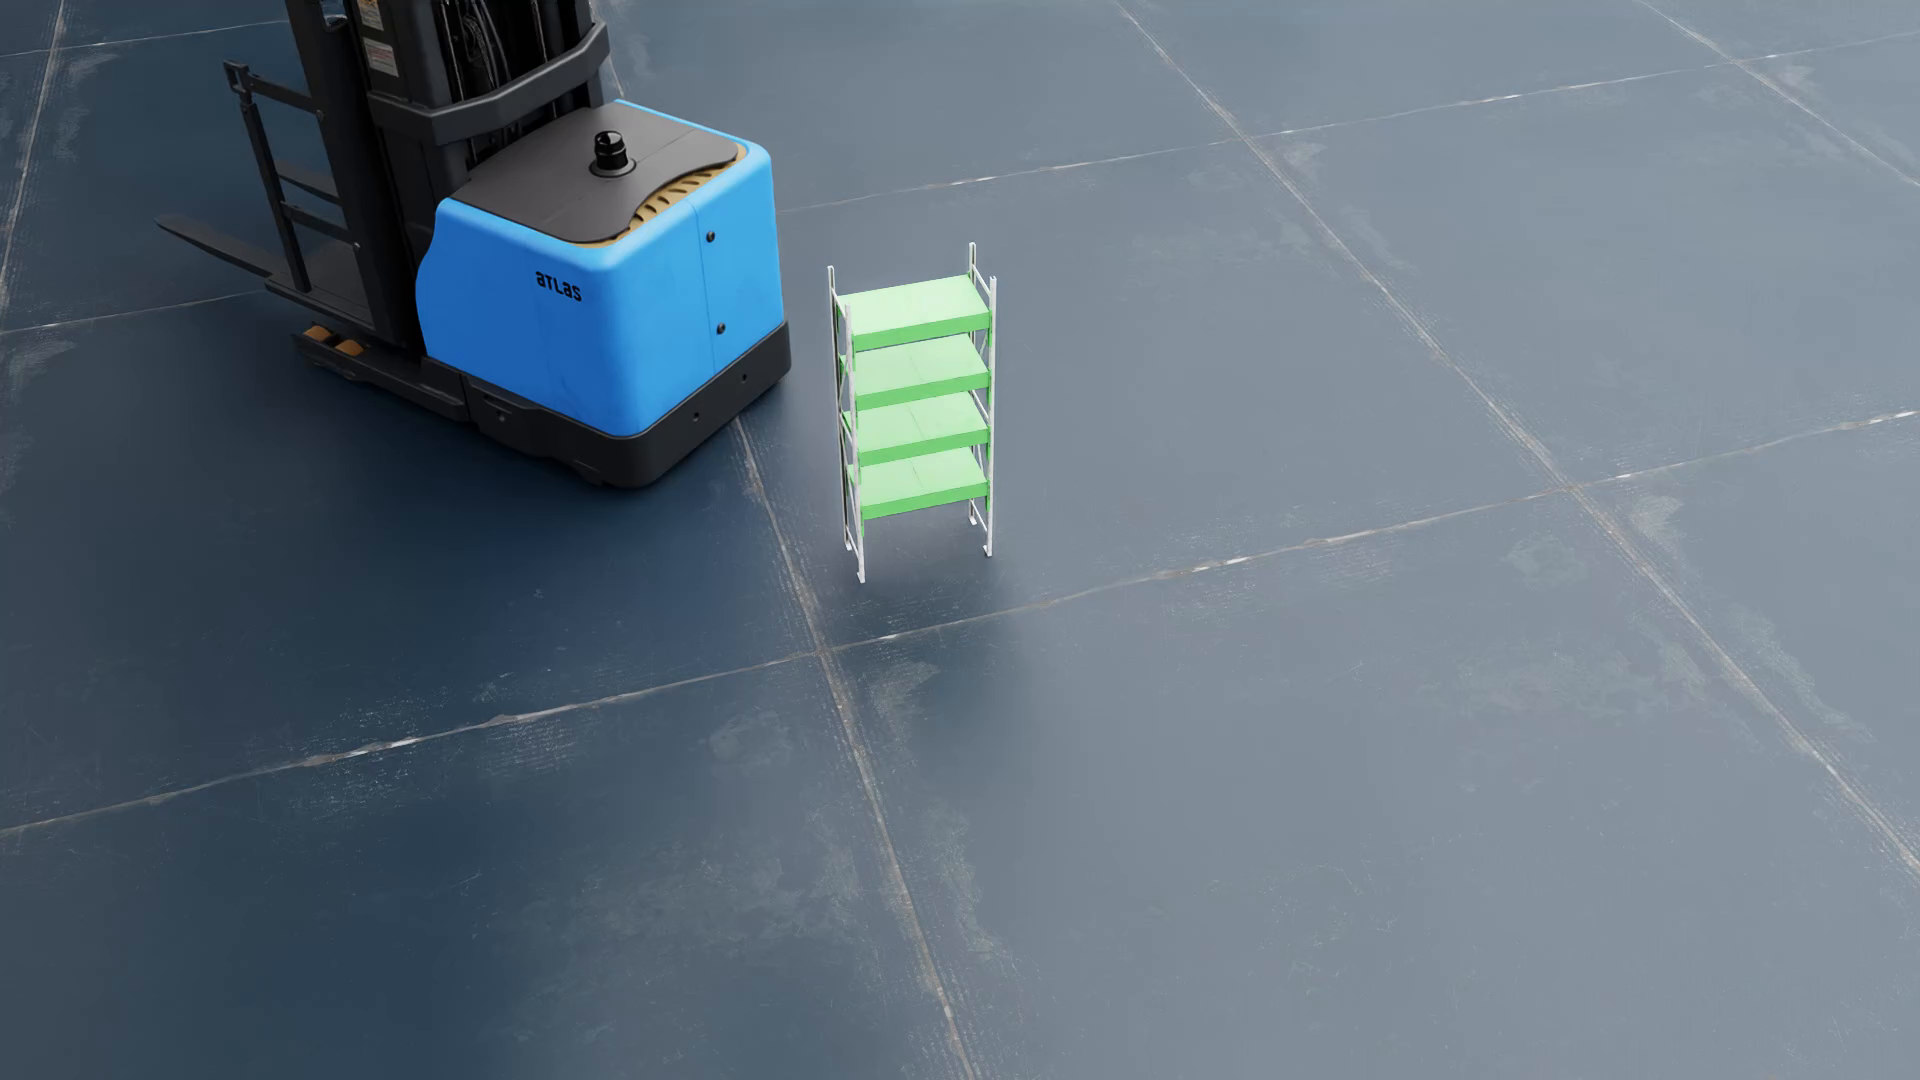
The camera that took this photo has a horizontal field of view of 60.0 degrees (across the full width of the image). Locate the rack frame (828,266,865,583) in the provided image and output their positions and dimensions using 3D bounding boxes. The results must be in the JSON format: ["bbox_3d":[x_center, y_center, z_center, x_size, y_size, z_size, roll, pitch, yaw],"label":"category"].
[{"bbox_3d":[-0.391,-0.371,5.763,0.015,1.200,0.240,-12,42,-13],"label":"rack frame"}]

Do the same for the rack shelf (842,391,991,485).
[{"bbox_3d":[-0.158,-0.371,5.860,0.480,0.148,0.258,-12,42,-13],"label":"rack shelf"}]

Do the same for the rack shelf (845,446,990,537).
[{"bbox_3d":[-0.158,-0.190,6.018,0.480,0.148,0.258,-12,42,-13],"label":"rack shelf"}]

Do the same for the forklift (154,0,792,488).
[{"bbox_3d":[-2.225,-2.047,6.366,3.031,2.935,1.130,23,46,24],"label":"forklift"}]

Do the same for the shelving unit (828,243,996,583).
[{"bbox_3d":[-0.158,-0.419,5.818,0.503,1.200,0.258,-12,42,-13],"label":"shelving unit"}]

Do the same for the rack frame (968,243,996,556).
[{"bbox_3d":[0.075,-0.467,5.873,0.015,1.200,0.240,-12,42,-13],"label":"rack frame"}]

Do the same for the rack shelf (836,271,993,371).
[{"bbox_3d":[-0.158,-0.732,5.544,0.480,0.148,0.258,-12,42,-13],"label":"rack shelf"}]

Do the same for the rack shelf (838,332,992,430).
[{"bbox_3d":[-0.158,-0.552,5.702,0.480,0.148,0.258,-12,42,-13],"label":"rack shelf"}]
